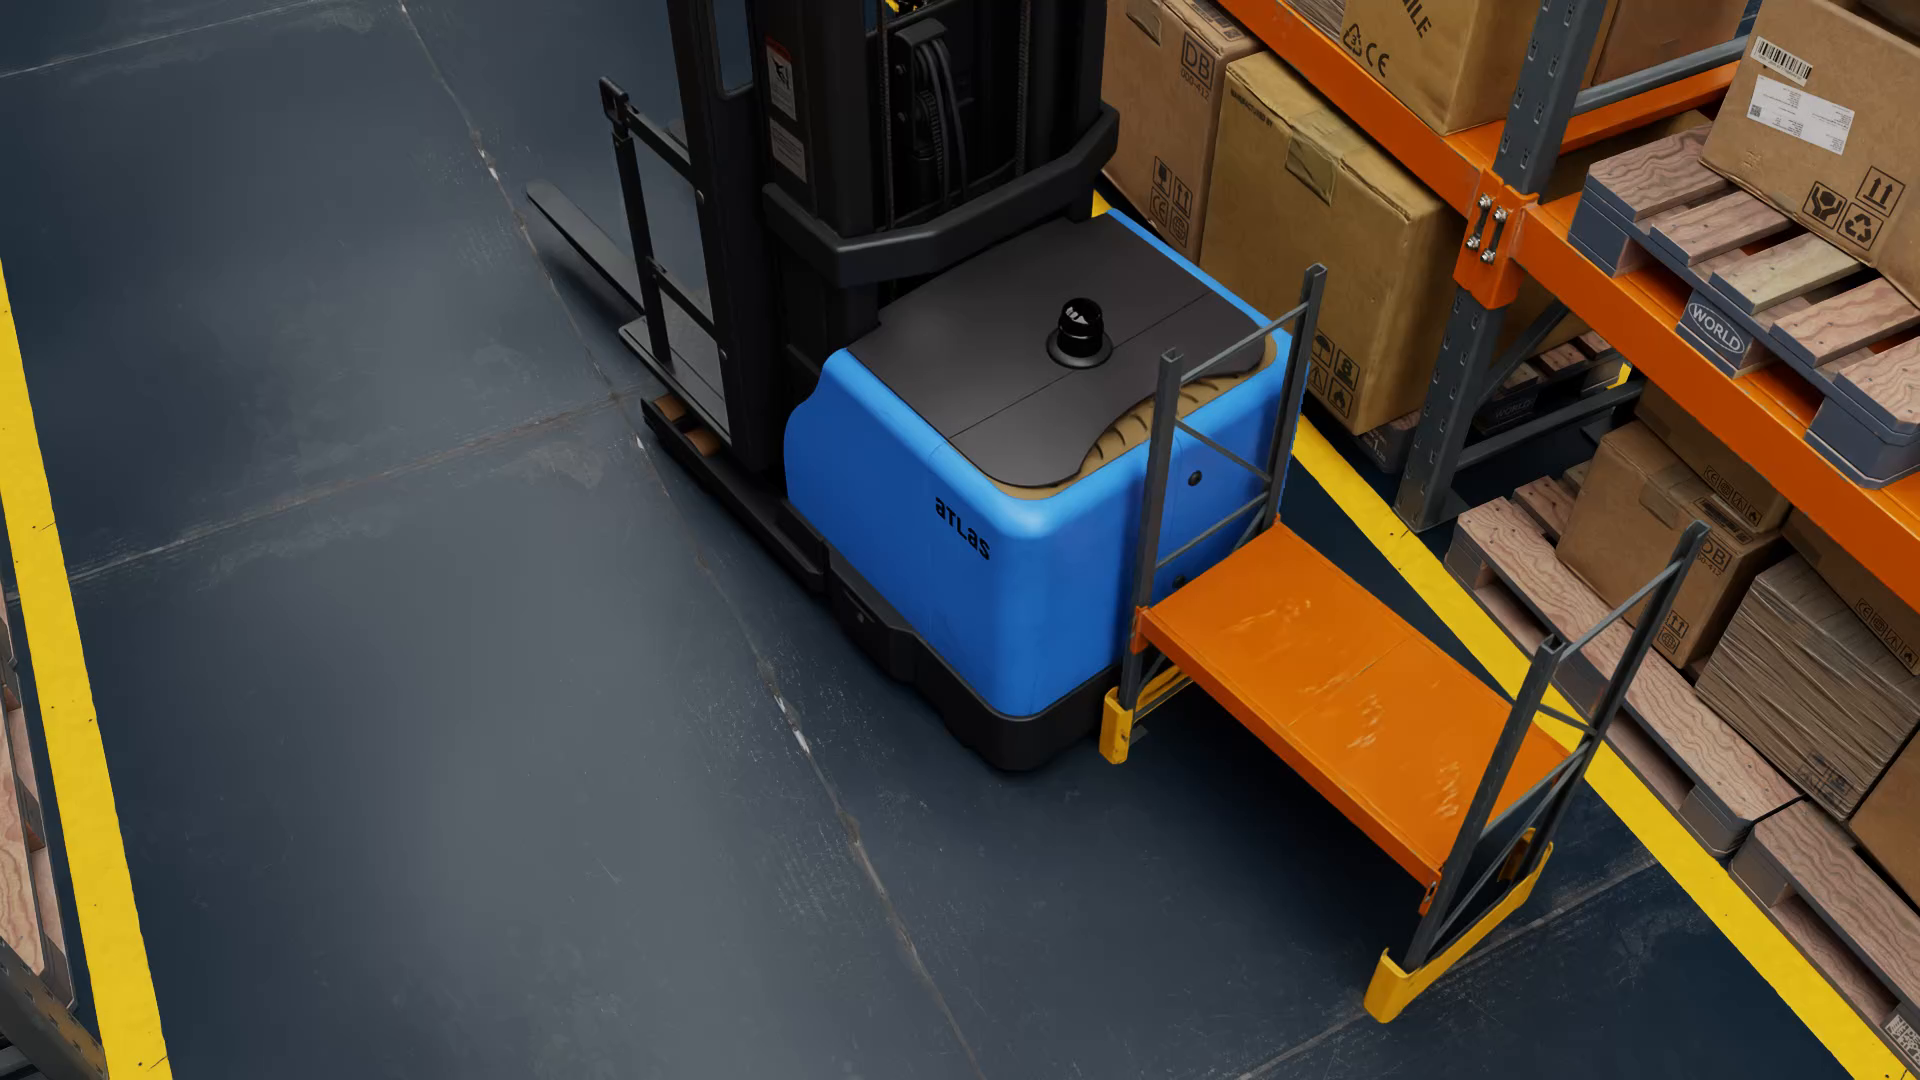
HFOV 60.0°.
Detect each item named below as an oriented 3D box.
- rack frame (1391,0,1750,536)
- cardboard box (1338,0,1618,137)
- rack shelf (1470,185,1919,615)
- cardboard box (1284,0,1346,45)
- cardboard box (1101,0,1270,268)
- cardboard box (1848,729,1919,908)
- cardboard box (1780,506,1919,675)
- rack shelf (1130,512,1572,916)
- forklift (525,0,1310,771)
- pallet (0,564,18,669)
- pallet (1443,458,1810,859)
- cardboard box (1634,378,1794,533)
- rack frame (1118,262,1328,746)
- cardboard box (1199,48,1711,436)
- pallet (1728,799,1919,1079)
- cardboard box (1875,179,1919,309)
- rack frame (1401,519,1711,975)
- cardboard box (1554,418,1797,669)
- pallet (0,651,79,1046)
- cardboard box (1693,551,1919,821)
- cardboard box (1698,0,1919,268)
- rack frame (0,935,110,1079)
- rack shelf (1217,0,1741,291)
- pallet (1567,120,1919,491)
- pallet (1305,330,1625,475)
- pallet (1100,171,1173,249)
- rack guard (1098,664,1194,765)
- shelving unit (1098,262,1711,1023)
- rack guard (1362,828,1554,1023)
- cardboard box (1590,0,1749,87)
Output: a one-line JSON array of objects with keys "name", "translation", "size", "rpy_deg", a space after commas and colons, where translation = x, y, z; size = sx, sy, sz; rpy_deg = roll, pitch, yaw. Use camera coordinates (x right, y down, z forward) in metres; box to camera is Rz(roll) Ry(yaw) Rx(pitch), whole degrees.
[{"name": "rack frame", "translation": [1.856, -1.213, 4.318], "size": [1.000, 3.000, 0.127], "rpy_deg": [-21, 52, -18]}, {"name": "cardboard box", "translation": [1.410, -1.491, 4.495], "size": [0.500, 0.500, 0.500], "rpy_deg": [-20, 52, -16]}, {"name": "rack shelf", "translation": [2.771, 0.362, 3.418], "size": [1.077, 0.370, 4.000], "rpy_deg": [-21, 52, -18]}, {"name": "cardboard box", "translation": [1.187, -1.827, 4.789], "size": [0.500, 0.500, 0.500], "rpy_deg": [-22, 52, -18]}, {"name": "cardboard box", "translation": [1.158, -1.720, 5.894], "size": [1.225, 0.875, 0.875], "rpy_deg": [-21, 52, -17]}, {"name": "cardboard box", "translation": [2.711, 0.650, 4.057], "size": [0.700, 0.500, 0.500], "rpy_deg": [-17, 51, -15]}, {"name": "cardboard box", "translation": [2.441, 0.008, 4.121], "size": [0.500, 0.250, 0.500], "rpy_deg": [-16, 51, -13]}, {"name": "rack shelf", "translation": [0.959, 0.399, 4.144], "size": [0.538, 0.185, 1.000], "rpy_deg": [-31, 56, -25]}, {"name": "forklift", "translation": [-0.392, -1.384, 4.513], "size": [1.130, 2.935, 3.031], "rpy_deg": [-31, 56, -24]}, {"name": "pallet", "translation": [-3.500, 0.082, 5.038], "size": [1.003, 0.211, 1.213], "rpy_deg": [-21, 52, -18]}, {"name": "pallet", "translation": [2.212, 0.228, 4.910], "size": [1.003, 0.211, 1.213], "rpy_deg": [-21, 52, -18]}, {"name": "cardboard box", "translation": [2.189, -0.344, 4.428], "size": [0.500, 0.250, 0.500], "rpy_deg": [-19, 52, -16]}, {"name": "rack frame", "translation": [0.638, -0.017, 4.268], "size": [0.500, 1.500, 0.032], "rpy_deg": [-31, 56, -25]}, {"name": "cardboard box", "translation": [1.559, -1.121, 5.370], "size": [1.225, 0.875, 0.875], "rpy_deg": [-23, 53, -19]}, {"name": "pallet", "translation": [2.767, 1.044, 4.197], "size": [1.003, 0.211, 1.213], "rpy_deg": [-21, 52, -18]}, {"name": "cardboard box", "translation": [2.483, -0.698, 3.522], "size": [0.700, 0.500, 0.500], "rpy_deg": [-14, 50, -12]}, {"name": "rack frame", "translation": [1.279, 0.578, 3.748], "size": [0.500, 1.500, 0.032], "rpy_deg": [-31, 56, -25]}, {"name": "cardboard box", "translation": [2.180, -0.094, 4.707], "size": [0.700, 0.500, 0.500], "rpy_deg": [-24, 53, -19]}, {"name": "pallet", "translation": [-2.946, 0.898, 4.325], "size": [1.003, 0.211, 1.213], "rpy_deg": [-21, 52, -18]}, {"name": "cardboard box", "translation": [2.446, 0.273, 4.387], "size": [0.700, 0.500, 0.500], "rpy_deg": [-25, 53, -20]}, {"name": "cardboard box", "translation": [2.139, -1.037, 3.819], "size": [0.500, 0.500, 0.500], "rpy_deg": [-27, 54, -22]}, {"name": "rack frame", "translation": [-2.548, 0.493, 2.826], "size": [1.000, 3.000, 0.127], "rpy_deg": [-21, 52, -18]}, {"name": "rack shelf", "translation": [0.941, -2.315, 5.760], "size": [1.077, 0.370, 4.000], "rpy_deg": [-21, 52, -18]}, {"name": "pallet", "translation": [2.277, -0.710, 4.005], "size": [1.213, 0.211, 1.003], "rpy_deg": [-21, 52, -18]}, {"name": "pallet", "translation": [1.562, -0.849, 5.852], "size": [1.003, 0.211, 1.213], "rpy_deg": [-21, 52, -18]}, {"name": "pallet", "translation": [1.008, -1.664, 6.565], "size": [1.003, 0.211, 1.213], "rpy_deg": [-21, 52, -18]}, {"name": "rack guard", "translation": [0.639, 0.396, 4.738], "size": [0.587, 0.250, 0.087], "rpy_deg": [-31, 56, -25]}, {"name": "shelving unit", "translation": [0.953, 0.275, 4.013], "size": [0.587, 1.500, 1.083], "rpy_deg": [-31, 56, -25]}, {"name": "rack guard", "translation": [1.267, 0.978, 4.229], "size": [0.587, 0.250, 0.087], "rpy_deg": [-31, 56, -25]}, {"name": "cardboard box", "translation": [1.876, -1.665, 4.647], "size": [0.500, 0.500, 0.500], "rpy_deg": [-20, 52, -16]}]
